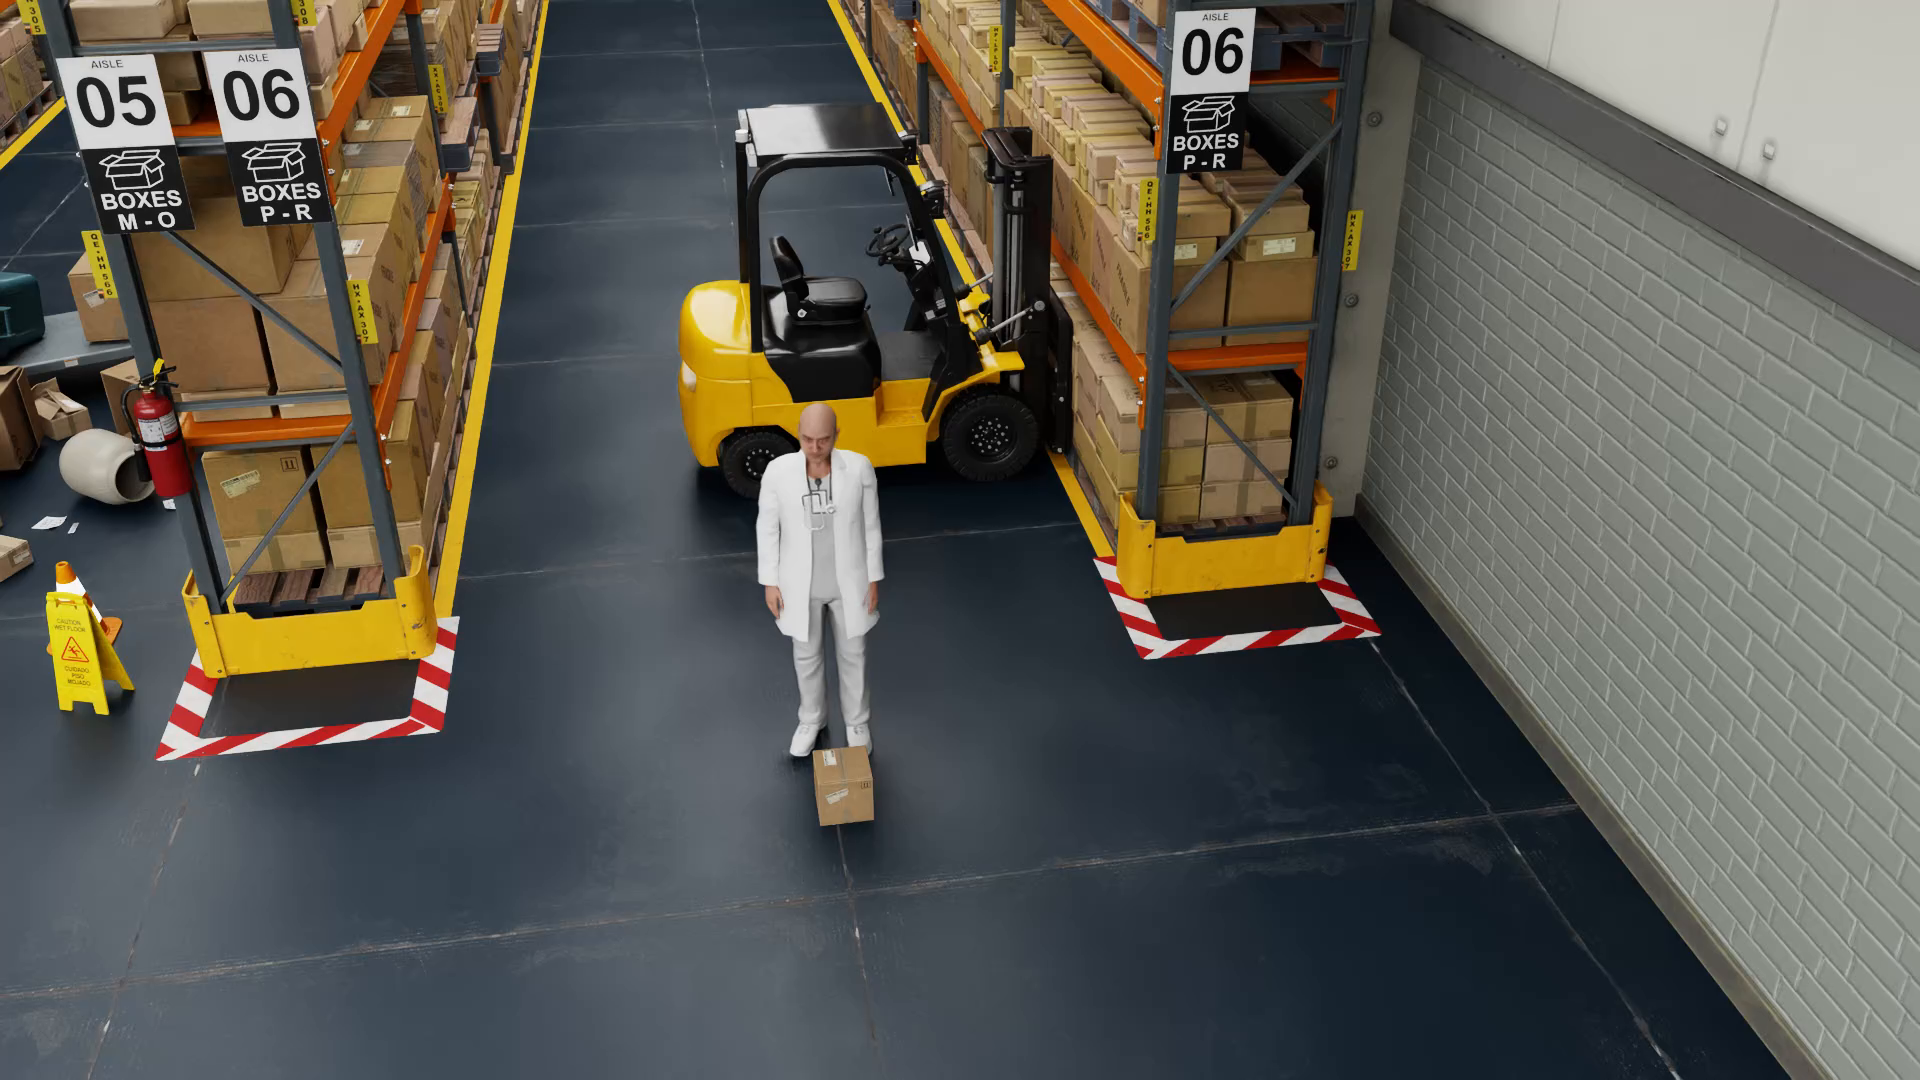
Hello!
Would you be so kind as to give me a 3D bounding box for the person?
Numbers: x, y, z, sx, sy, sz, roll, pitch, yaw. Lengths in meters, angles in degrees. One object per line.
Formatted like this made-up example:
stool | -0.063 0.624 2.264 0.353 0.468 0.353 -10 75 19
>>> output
person | -0.645 0.246 7.769 0.588 1.696 0.386 -3 30 -4
